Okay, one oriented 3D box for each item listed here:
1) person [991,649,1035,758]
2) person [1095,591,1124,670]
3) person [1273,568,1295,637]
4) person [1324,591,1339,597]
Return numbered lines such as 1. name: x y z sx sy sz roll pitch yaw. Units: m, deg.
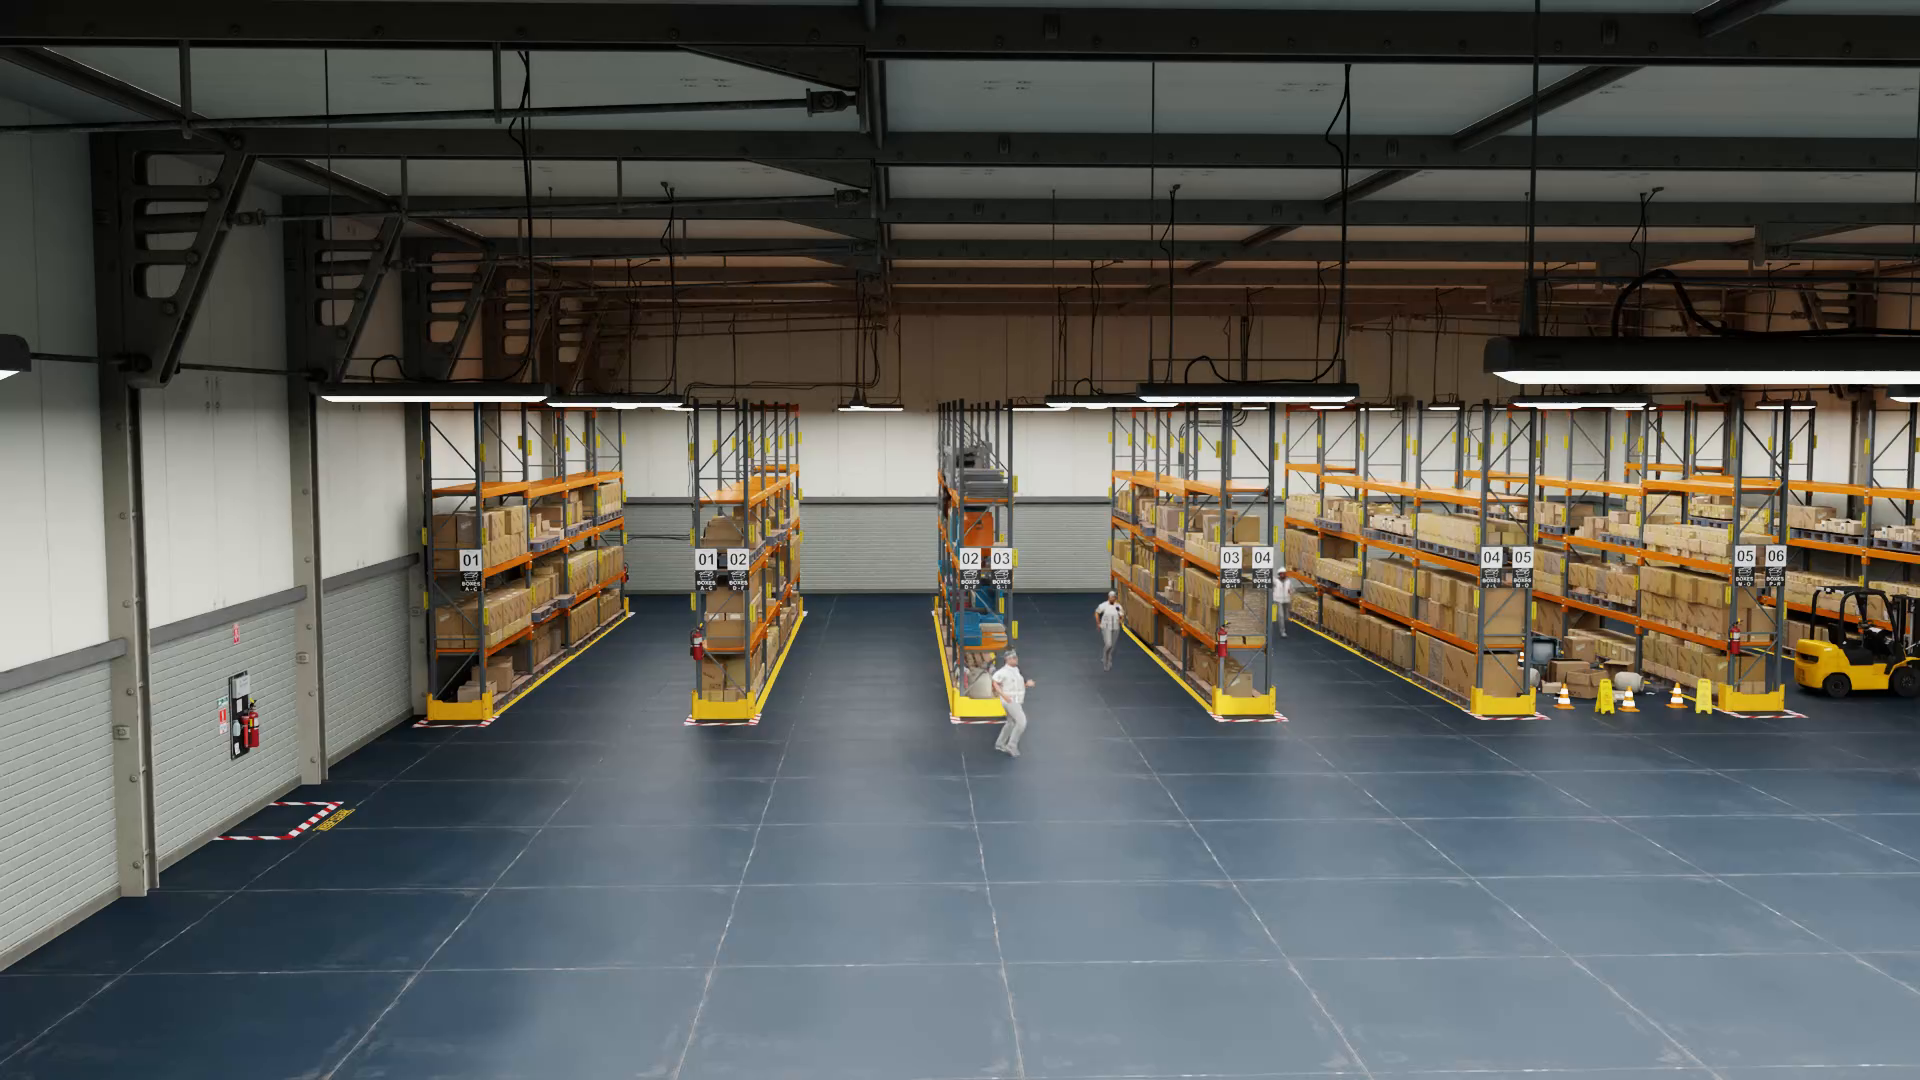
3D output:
1. person: 0.899 2.739 27.824 0.711 1.836 0.638 1 5 18
2. person: 3.217 1.938 35.489 0.576 1.703 0.714 -1 4 -14
3. person: 8.290 1.587 42.804 0.666 1.750 0.930 0 4 -6
4. person: 10.820 1.246 48.406 0.617 1.597 0.616 4 6 43
